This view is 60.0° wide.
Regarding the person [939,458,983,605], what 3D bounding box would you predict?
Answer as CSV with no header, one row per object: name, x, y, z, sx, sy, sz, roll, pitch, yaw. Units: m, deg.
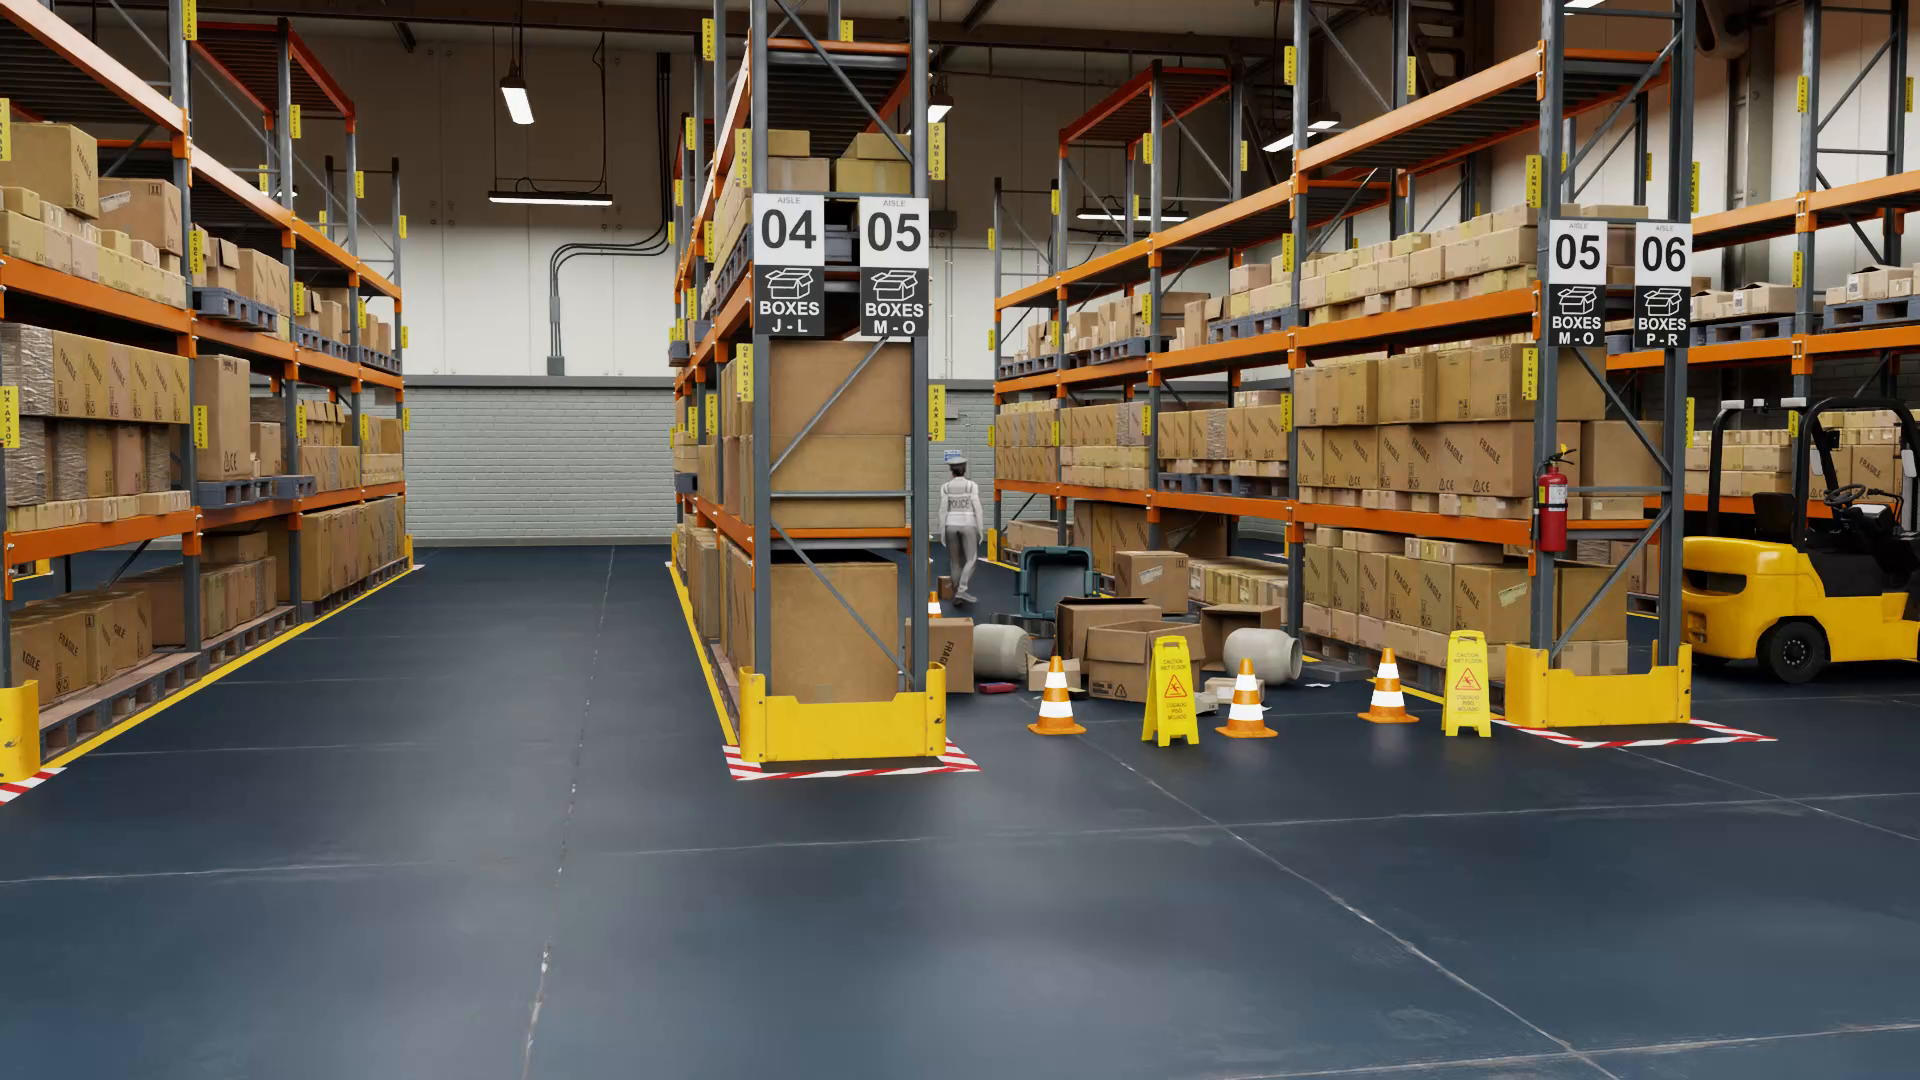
person,-0.005,-0.088,18.599,0.501,1.665,0.653,1,3,16
